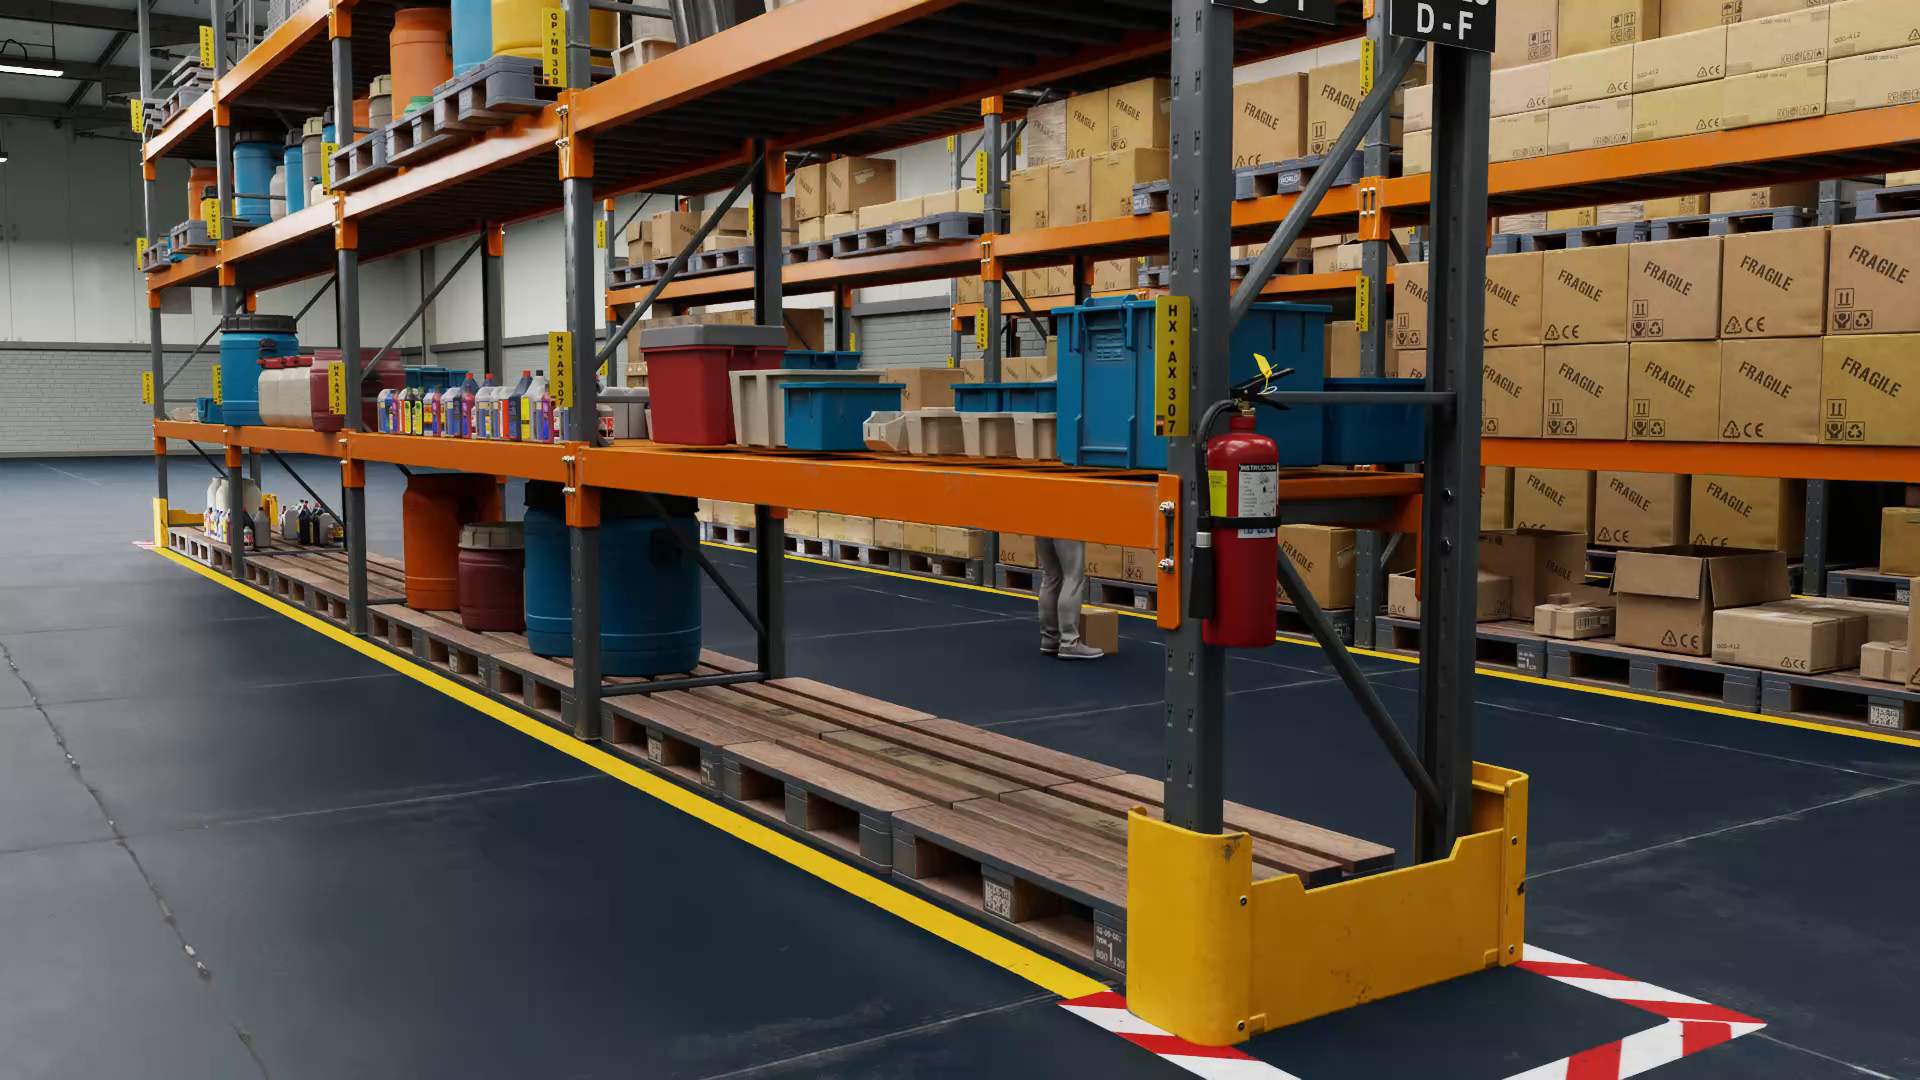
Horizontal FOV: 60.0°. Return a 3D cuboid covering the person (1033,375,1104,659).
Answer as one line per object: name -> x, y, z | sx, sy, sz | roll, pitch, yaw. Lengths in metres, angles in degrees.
person -> 0.590, -0.147, 9.810 | 0.413, 1.665, 0.546 | -4, 6, -37
